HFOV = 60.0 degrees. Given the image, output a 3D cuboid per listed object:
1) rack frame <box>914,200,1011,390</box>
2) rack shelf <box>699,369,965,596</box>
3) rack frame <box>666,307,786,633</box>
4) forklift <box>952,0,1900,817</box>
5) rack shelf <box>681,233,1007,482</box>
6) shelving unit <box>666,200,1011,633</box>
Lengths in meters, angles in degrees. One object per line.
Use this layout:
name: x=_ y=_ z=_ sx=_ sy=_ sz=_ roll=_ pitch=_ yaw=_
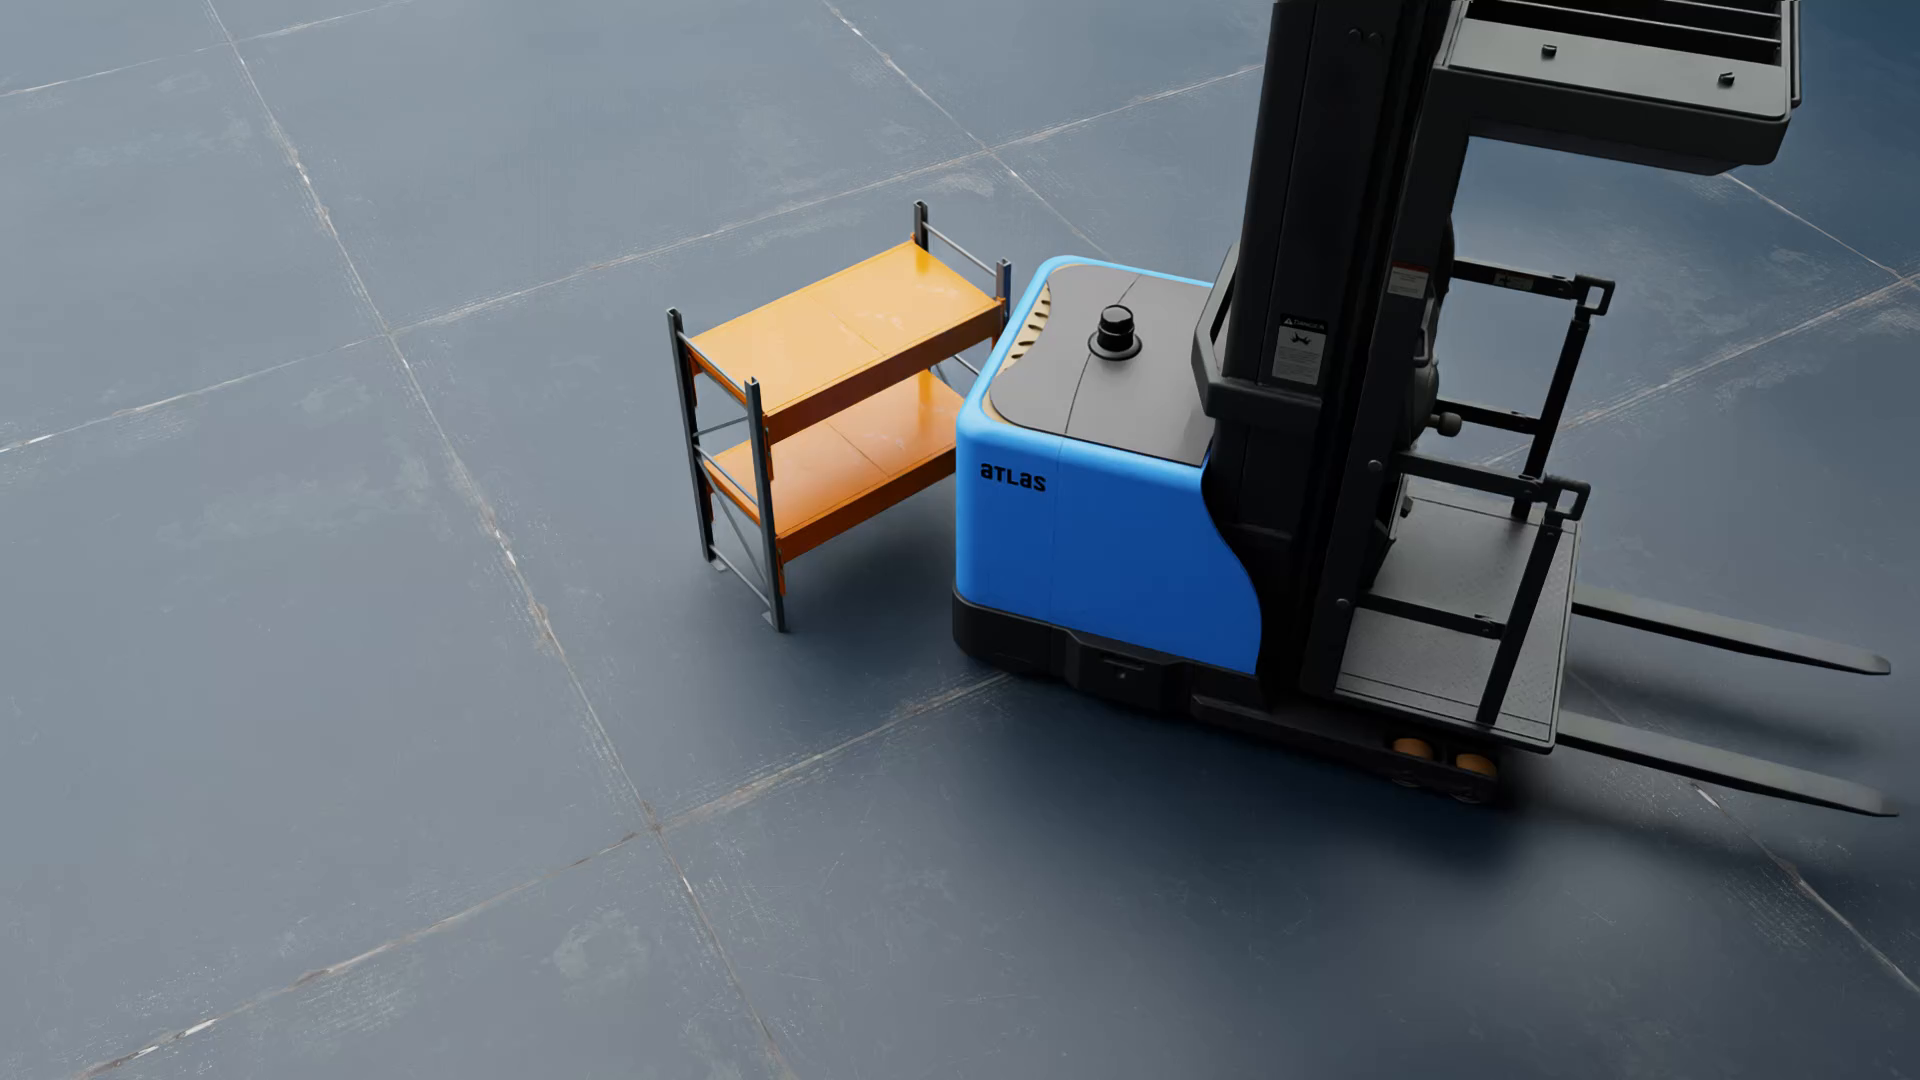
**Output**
rack frame: x=0.004 y=-0.658 z=6.120 sx=0.032 sy=1.125 sz=0.500 roll=-29 pitch=51 yaw=-27
rack shelf: x=-0.392 y=-0.261 z=6.062 sx=1.000 sy=0.278 sz=0.538 roll=-29 pitch=51 yaw=-27
rack frame: x=-0.788 y=-0.214 z=5.663 sx=0.032 sy=1.125 sz=0.500 roll=-29 pitch=51 yaw=-27
forklift: x=1.546 y=-0.622 z=4.787 sx=3.031 sy=2.935 sz=1.130 roll=14 pitch=46 yaw=14
rack shelf: x=-0.392 y=-0.646 z=5.688 sx=1.000 sy=0.278 sz=0.538 roll=-29 pitch=51 yaw=-27
shelving unit: x=-0.392 y=-0.436 z=5.892 sx=1.048 sy=1.125 sz=0.538 roll=-29 pitch=51 yaw=-27
